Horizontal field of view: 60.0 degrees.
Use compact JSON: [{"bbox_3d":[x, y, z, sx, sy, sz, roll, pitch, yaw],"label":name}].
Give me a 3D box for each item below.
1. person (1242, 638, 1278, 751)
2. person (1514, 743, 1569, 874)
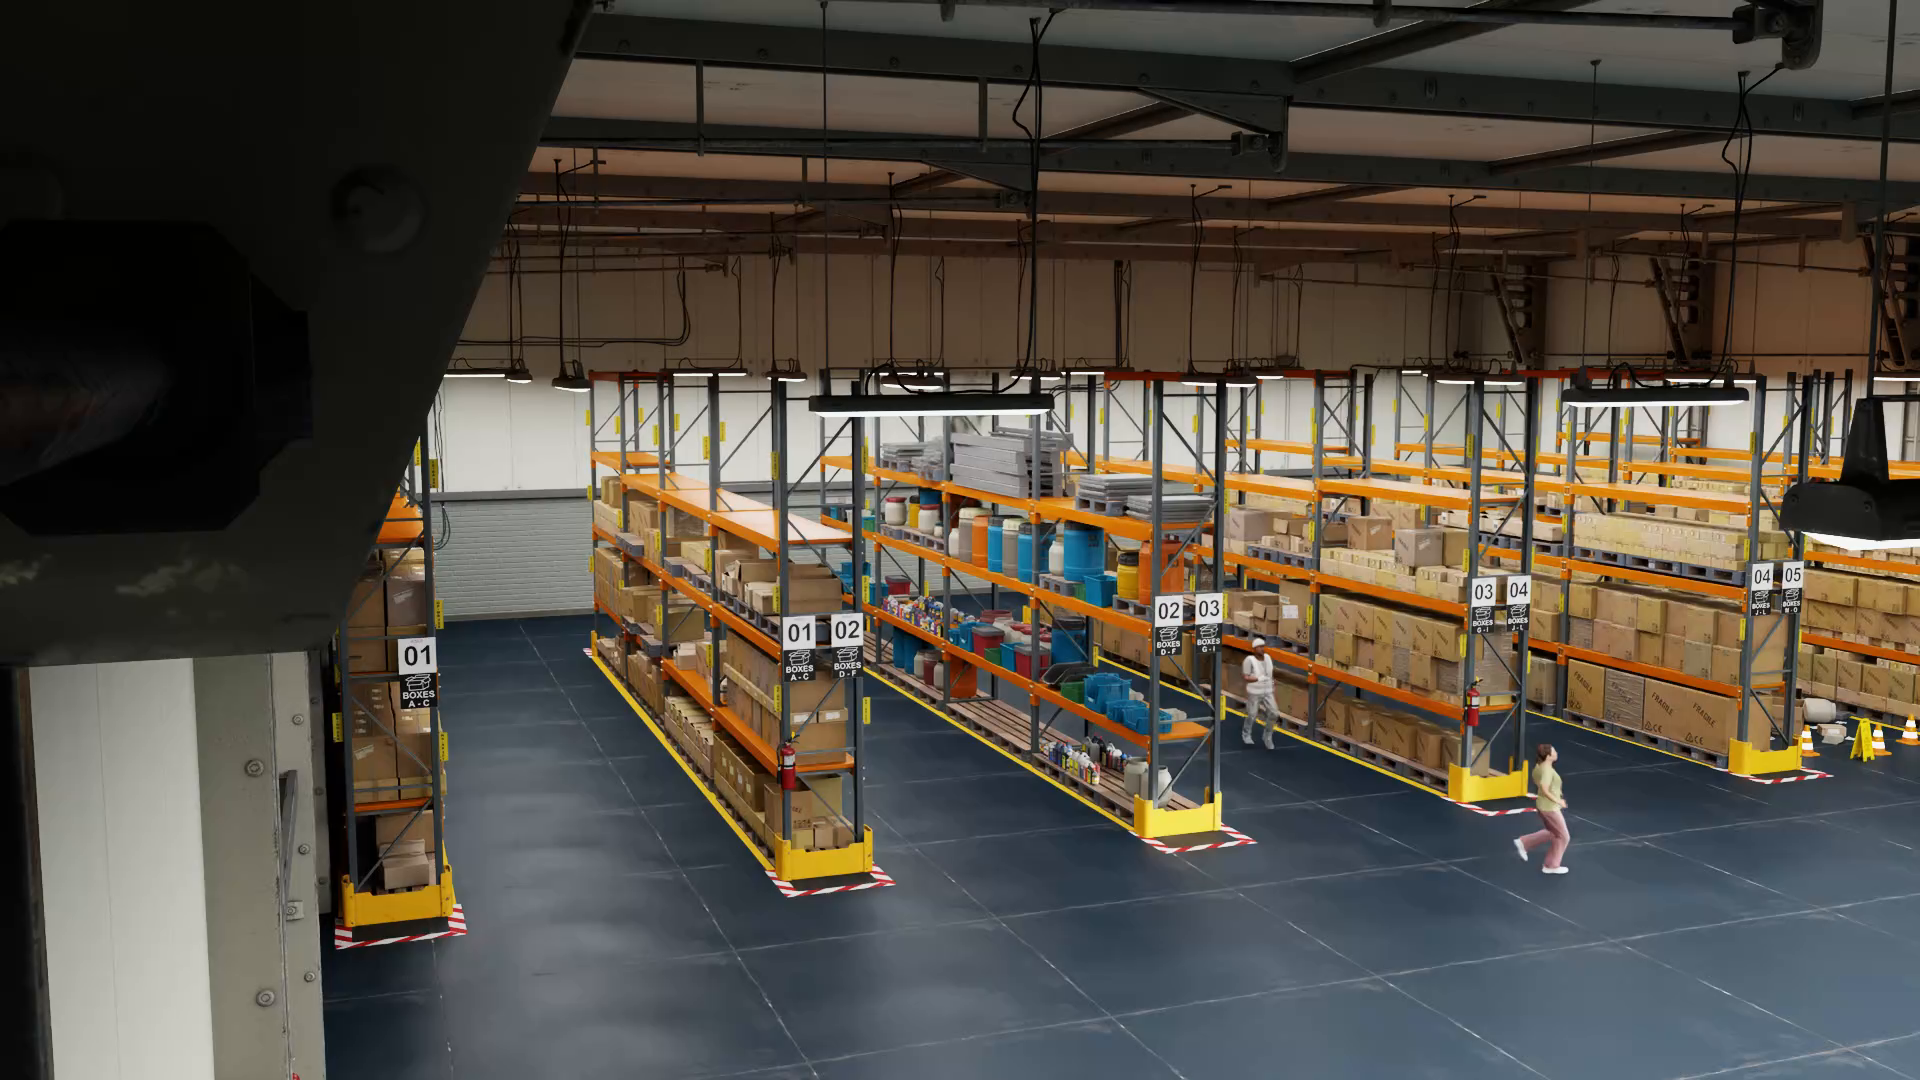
[{"bbox_3d":[4.822,2.482,26.652,0.667,1.824,0.731,-2,7,-20],"label":"person"},{"bbox_3d":[7.125,3.269,20.282,0.632,1.614,0.618,1,6,7],"label":"person"}]
